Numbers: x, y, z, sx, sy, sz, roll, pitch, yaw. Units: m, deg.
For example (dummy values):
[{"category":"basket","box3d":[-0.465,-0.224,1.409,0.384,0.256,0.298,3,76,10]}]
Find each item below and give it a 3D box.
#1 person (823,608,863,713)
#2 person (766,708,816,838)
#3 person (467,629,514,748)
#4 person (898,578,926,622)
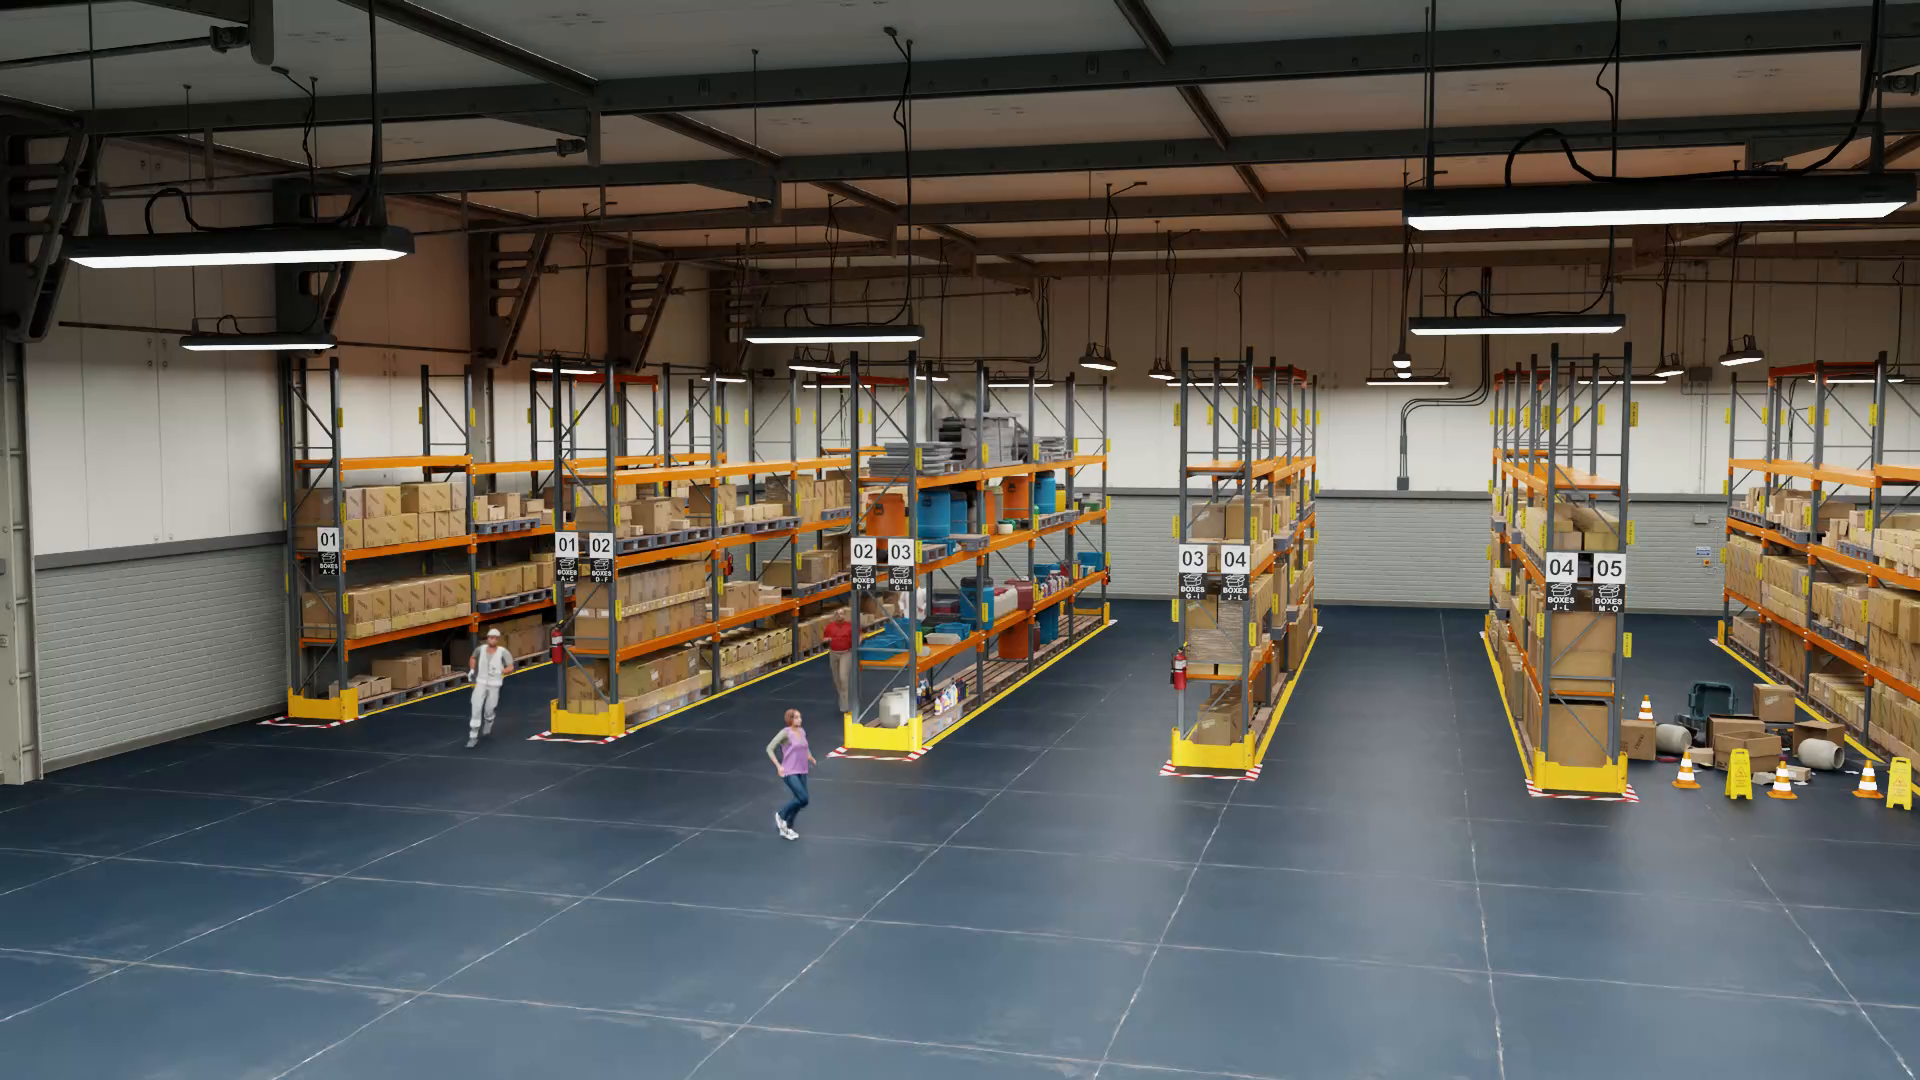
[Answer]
[{"category":"person","box3d":[-2.042,2.055,28.507,0.640,1.786,0.755,1,4,15]},{"category":"person","box3d":[-1.941,2.773,19.679,0.558,1.560,0.524,3,5,35]},{"category":"person","box3d":[-7.226,2.237,25.629,0.691,1.764,0.966,0,4,-5]},{"category":"person","box3d":[-0.940,1.614,34.336,0.715,1.735,0.826,1,4,8]}]
